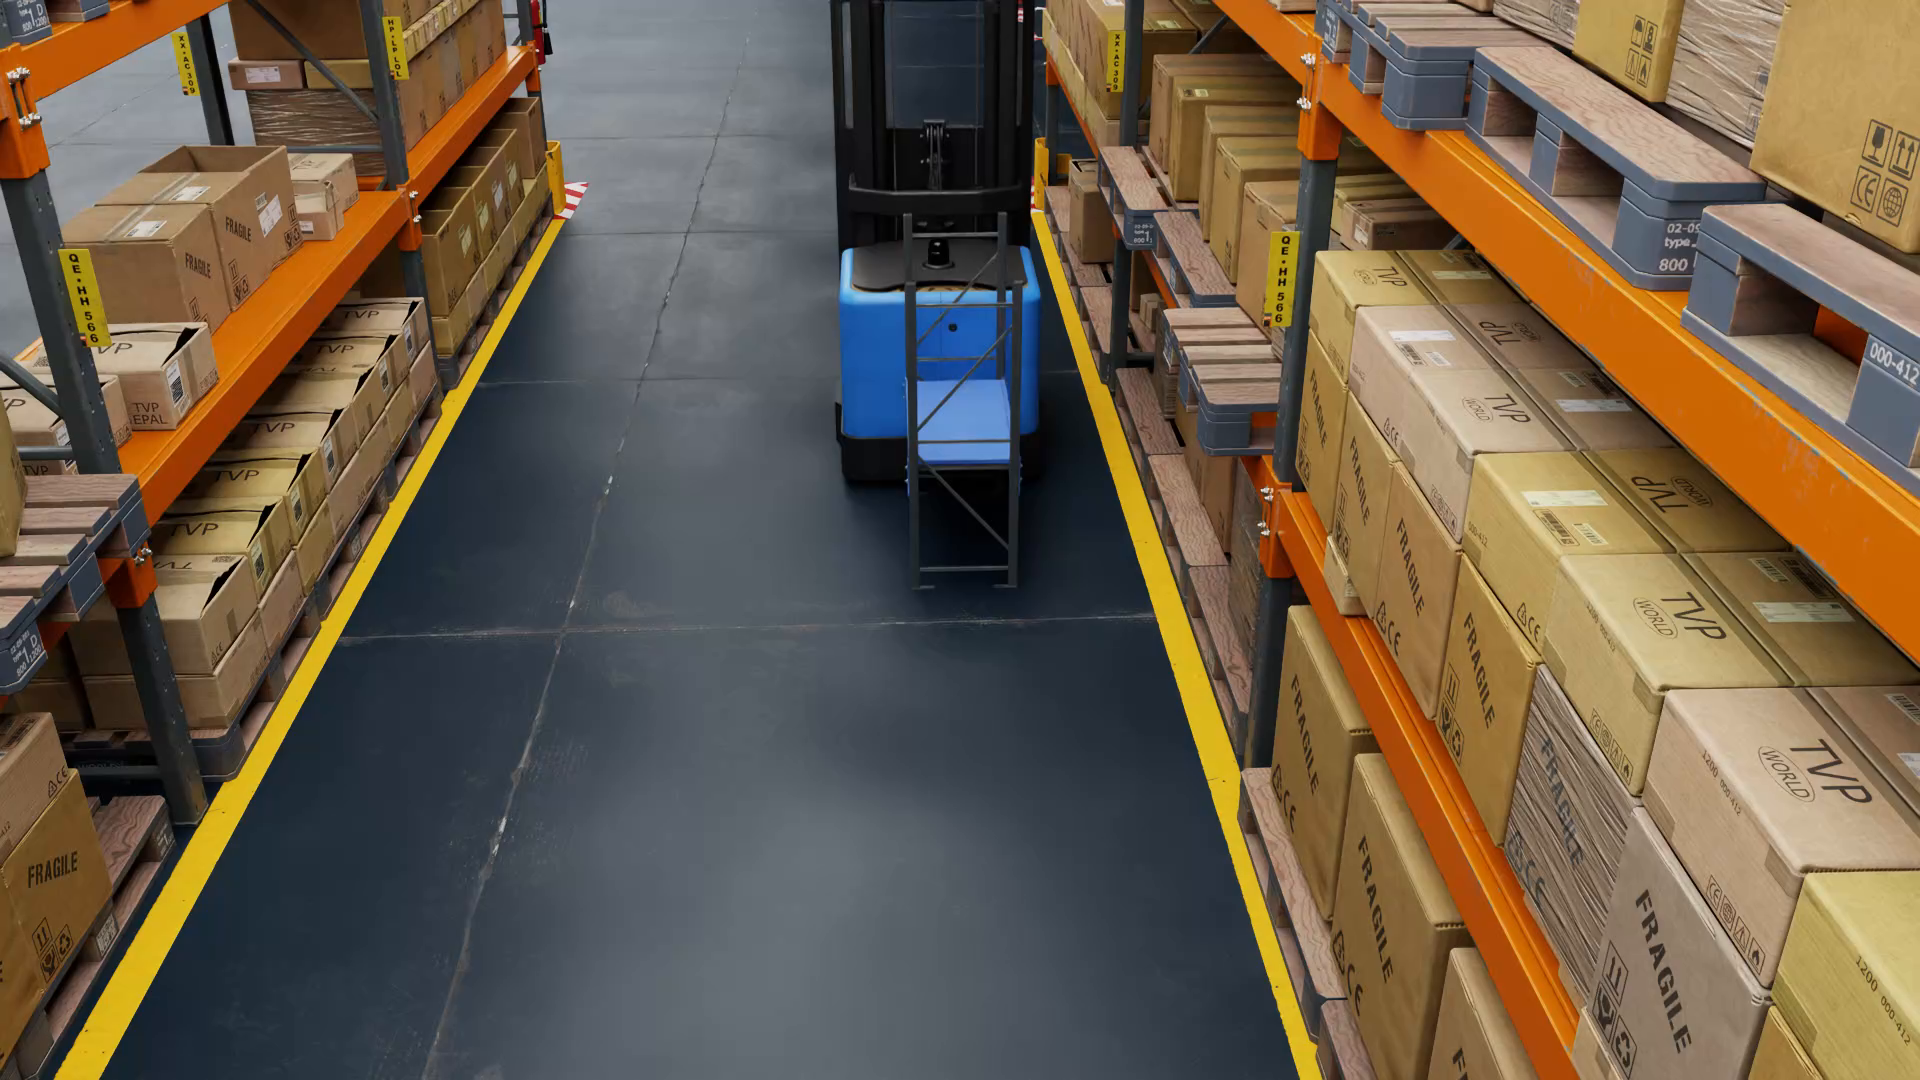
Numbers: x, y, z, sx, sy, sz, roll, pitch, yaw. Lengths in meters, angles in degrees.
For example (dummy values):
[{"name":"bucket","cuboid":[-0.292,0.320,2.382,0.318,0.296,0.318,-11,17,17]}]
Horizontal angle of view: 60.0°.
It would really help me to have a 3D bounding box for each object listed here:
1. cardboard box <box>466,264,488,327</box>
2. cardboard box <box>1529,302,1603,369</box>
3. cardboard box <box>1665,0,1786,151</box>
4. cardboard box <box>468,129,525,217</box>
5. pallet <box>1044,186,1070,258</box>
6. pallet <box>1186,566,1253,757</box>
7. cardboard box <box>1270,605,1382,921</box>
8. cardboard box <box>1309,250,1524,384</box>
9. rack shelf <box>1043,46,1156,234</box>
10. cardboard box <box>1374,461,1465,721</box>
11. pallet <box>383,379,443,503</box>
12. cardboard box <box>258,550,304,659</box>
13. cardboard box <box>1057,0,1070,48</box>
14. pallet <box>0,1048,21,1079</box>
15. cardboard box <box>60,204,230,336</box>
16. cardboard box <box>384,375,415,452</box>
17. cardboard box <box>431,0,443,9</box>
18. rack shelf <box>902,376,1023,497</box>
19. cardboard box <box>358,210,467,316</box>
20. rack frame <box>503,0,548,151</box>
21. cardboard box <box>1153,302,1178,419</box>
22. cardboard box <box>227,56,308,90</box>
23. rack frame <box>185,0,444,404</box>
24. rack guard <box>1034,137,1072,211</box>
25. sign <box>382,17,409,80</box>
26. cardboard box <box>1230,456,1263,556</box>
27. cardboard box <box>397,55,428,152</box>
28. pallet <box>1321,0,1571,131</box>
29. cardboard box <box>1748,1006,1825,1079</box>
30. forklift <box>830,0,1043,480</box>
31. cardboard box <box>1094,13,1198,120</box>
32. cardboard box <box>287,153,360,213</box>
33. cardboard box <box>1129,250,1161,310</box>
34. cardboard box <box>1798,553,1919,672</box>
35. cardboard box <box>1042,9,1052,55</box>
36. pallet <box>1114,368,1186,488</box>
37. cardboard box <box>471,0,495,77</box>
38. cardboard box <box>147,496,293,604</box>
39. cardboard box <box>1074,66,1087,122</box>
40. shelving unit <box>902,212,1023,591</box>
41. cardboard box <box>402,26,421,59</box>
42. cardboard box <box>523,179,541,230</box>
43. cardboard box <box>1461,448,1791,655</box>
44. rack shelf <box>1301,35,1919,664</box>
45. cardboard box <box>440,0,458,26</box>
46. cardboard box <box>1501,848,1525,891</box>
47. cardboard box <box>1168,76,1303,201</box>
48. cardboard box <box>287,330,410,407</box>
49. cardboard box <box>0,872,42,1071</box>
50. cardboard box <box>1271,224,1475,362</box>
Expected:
[{"name":"cardboard box","cuboid":[-3.293,-1.543,10.484,0.500,0.250,0.500,-1,28,-3]},{"name":"cardboard box","cuboid":[1.911,-0.472,4.650,0.500,0.250,0.500,-2,28,-4]},{"name":"cardboard box","cuboid":[1.821,-1.017,3.128,0.700,0.500,0.500,-1,28,-3]},{"name":"cardboard box","cuboid":[-3.368,-2.568,11.638,0.500,0.500,0.500,-1,28,-3]},{"name":"pallet","cuboid":[1.198,-2.444,12.708,1.003,0.211,1.213,-1,28,-3]},{"name":"pallet","cuboid":[1.565,0.478,7.105,1.003,0.211,1.213,-1,28,-3]},{"name":"cardboard box","cuboid":[1.512,0.712,5.511,0.750,0.750,0.750,-2,28,-3]},{"name":"cardboard box","cuboid":[1.372,-0.686,5.059,0.500,0.250,0.500,-1,28,-1]},{"name":"rack shelf","cuboid":[1.291,-2.849,11.247,1.077,0.370,4.000,-1,28,-3]},{"name":"cardboard box","cuboid":[1.417,0.119,4.326,0.500,0.500,0.500,-2,28,-3]},{"name":"pallet","cuboid":[-3.474,-0.548,9.071,1.003,0.211,1.213,-1,28,-3]},{"name":"cardboard box","cuboid":[-3.103,0.276,6.997,0.500,0.250,0.500,-2,28,-4]},{"name":"cardboard box","cuboid":[0.948,-3.672,11.376,0.500,0.500,0.500,-2,28,-4]},{"name":"pallet","cuboid":[-3.280,1.868,4.440,1.003,0.211,1.213,-1,28,-3]},{"name":"cardboard box","cuboid":[-3.446,-1.095,6.997,0.500,0.500,0.500,-3,28,-5]},{"name":"cardboard box","cuboid":[-3.215,-0.672,8.814,0.500,0.250,0.500,-2,28,-3]},{"name":"cardboard box","cuboid":[-3.659,-3.643,10.480,0.700,0.500,0.500,-1,28,-3]},{"name":"rack shelf","cuboid":[-0.002,-0.515,8.004,0.538,0.185,1.000,-1,28,-2]},{"name":"cardboard box","cuboid":[-3.263,-1.644,9.868,0.500,0.500,0.500,-1,28,-3]},{"name":"rack frame","cuboid":[-3.760,-3.970,12.619,1.000,3.000,0.127,-1,28,-3]},{"name":"cardboard box","cuboid":[1.451,-0.992,9.135,0.700,0.500,0.500,0,28,-1]},{"name":"cardboard box","cuboid":[-3.779,-2.576,9.135,0.380,0.149,0.250,-1,28,-3]},{"name":"rack frame","cuboid":[-3.551,-2.123,9.077,1.000,3.000,0.127,-1,28,-3]},{"name":"rack guard","cuboid":[1.191,-2.948,13.362,1.175,0.500,0.348,-1,28,-3]},{"name":"sign","cuboid":[-3.010,-2.619,8.862,0.100,0.325,0.005,-1,28,-3]},{"name":"cardboard box","cuboid":[1.604,-0.056,7.341,0.700,0.500,0.500,-1,28,-3]},{"name":"cardboard box","cuboid":[-3.614,-2.616,9.913,0.700,0.500,0.500,-2,28,-3]},{"name":"pallet","cuboid":[1.691,-1.347,4.550,1.213,0.211,1.003,0,28,0]},{"name":"cardboard box","cuboid":[1.538,1.058,2.527,0.500,0.500,0.500,-2,28,-3]},{"name":"forklift","cuboid":[-0.156,-2.256,9.406,1.130,2.935,3.031,-1,28,-2]},{"name":"cardboard box","cuboid":[1.062,-2.730,9.571,0.500,0.500,0.500,-1,28,-3]},{"name":"cardboard box","cuboid":[-3.482,-1.830,8.678,0.500,0.250,0.500,0,28,1]},{"name":"cardboard box","cuboid":[1.302,-1.810,10.703,0.500,0.500,0.500,-3,28,-7]},{"name":"cardboard box","cuboid":[1.984,0.241,3.282,0.500,0.250,0.500,-2,28,-4]},{"name":"cardboard box","cuboid":[0.895,-3.801,12.435,0.500,0.250,0.500,-2,28,-4]},{"name":"pallet","cuboid":[1.438,-0.649,9.265,1.003,0.211,1.213,-1,28,-3]},{"name":"cardboard box","cuboid":[-3.716,-3.556,11.717,0.700,0.500,0.500,-1,28,-1]},{"name":"cardboard box","cuboid":[-3.112,0.017,6.887,0.500,0.311,0.500,-2,28,-4]},{"name":"cardboard box","cuboid":[1.009,-2.861,10.631,0.500,0.250,0.500,-2,28,-3]},{"name":"shelving unit","cuboid":[-0.002,-0.674,7.921,0.538,1.500,1.048,-1,28,-2]},{"name":"cardboard box","cuboid":[-3.415,-2.940,9.834,0.380,0.149,0.250,-2,28,-3]},{"name":"cardboard box","cuboid":[-3.399,-2.466,12.254,0.500,0.250,0.500,-1,28,-3]},{"name":"cardboard box","cuboid":[1.463,0.016,3.714,0.500,0.250,0.500,-2,28,-4]},{"name":"rack shelf","cuboid":[1.709,-0.485,3.470,1.077,0.370,4.000,-1,28,-3]},{"name":"cardboard box","cuboid":[-3.467,-3.414,10.743,0.380,0.149,0.250,-2,28,-3]},{"name":"cardboard box","cuboid":[1.488,0.692,3.929,0.380,0.149,0.250,-1,28,-1]},{"name":"cardboard box","cuboid":[1.410,-1.990,8.238,0.700,0.500,0.500,1,28,3]},{"name":"cardboard box","cuboid":[-3.210,-0.919,8.681,0.500,0.311,0.500,-1,28,-1]},{"name":"cardboard box","cuboid":[-3.032,1.303,4.736,0.500,0.500,0.500,-2,28,-5]},{"name":"cardboard box","cuboid":[1.570,-0.853,6.059,0.700,0.500,0.500,-5,28,-9]}]
